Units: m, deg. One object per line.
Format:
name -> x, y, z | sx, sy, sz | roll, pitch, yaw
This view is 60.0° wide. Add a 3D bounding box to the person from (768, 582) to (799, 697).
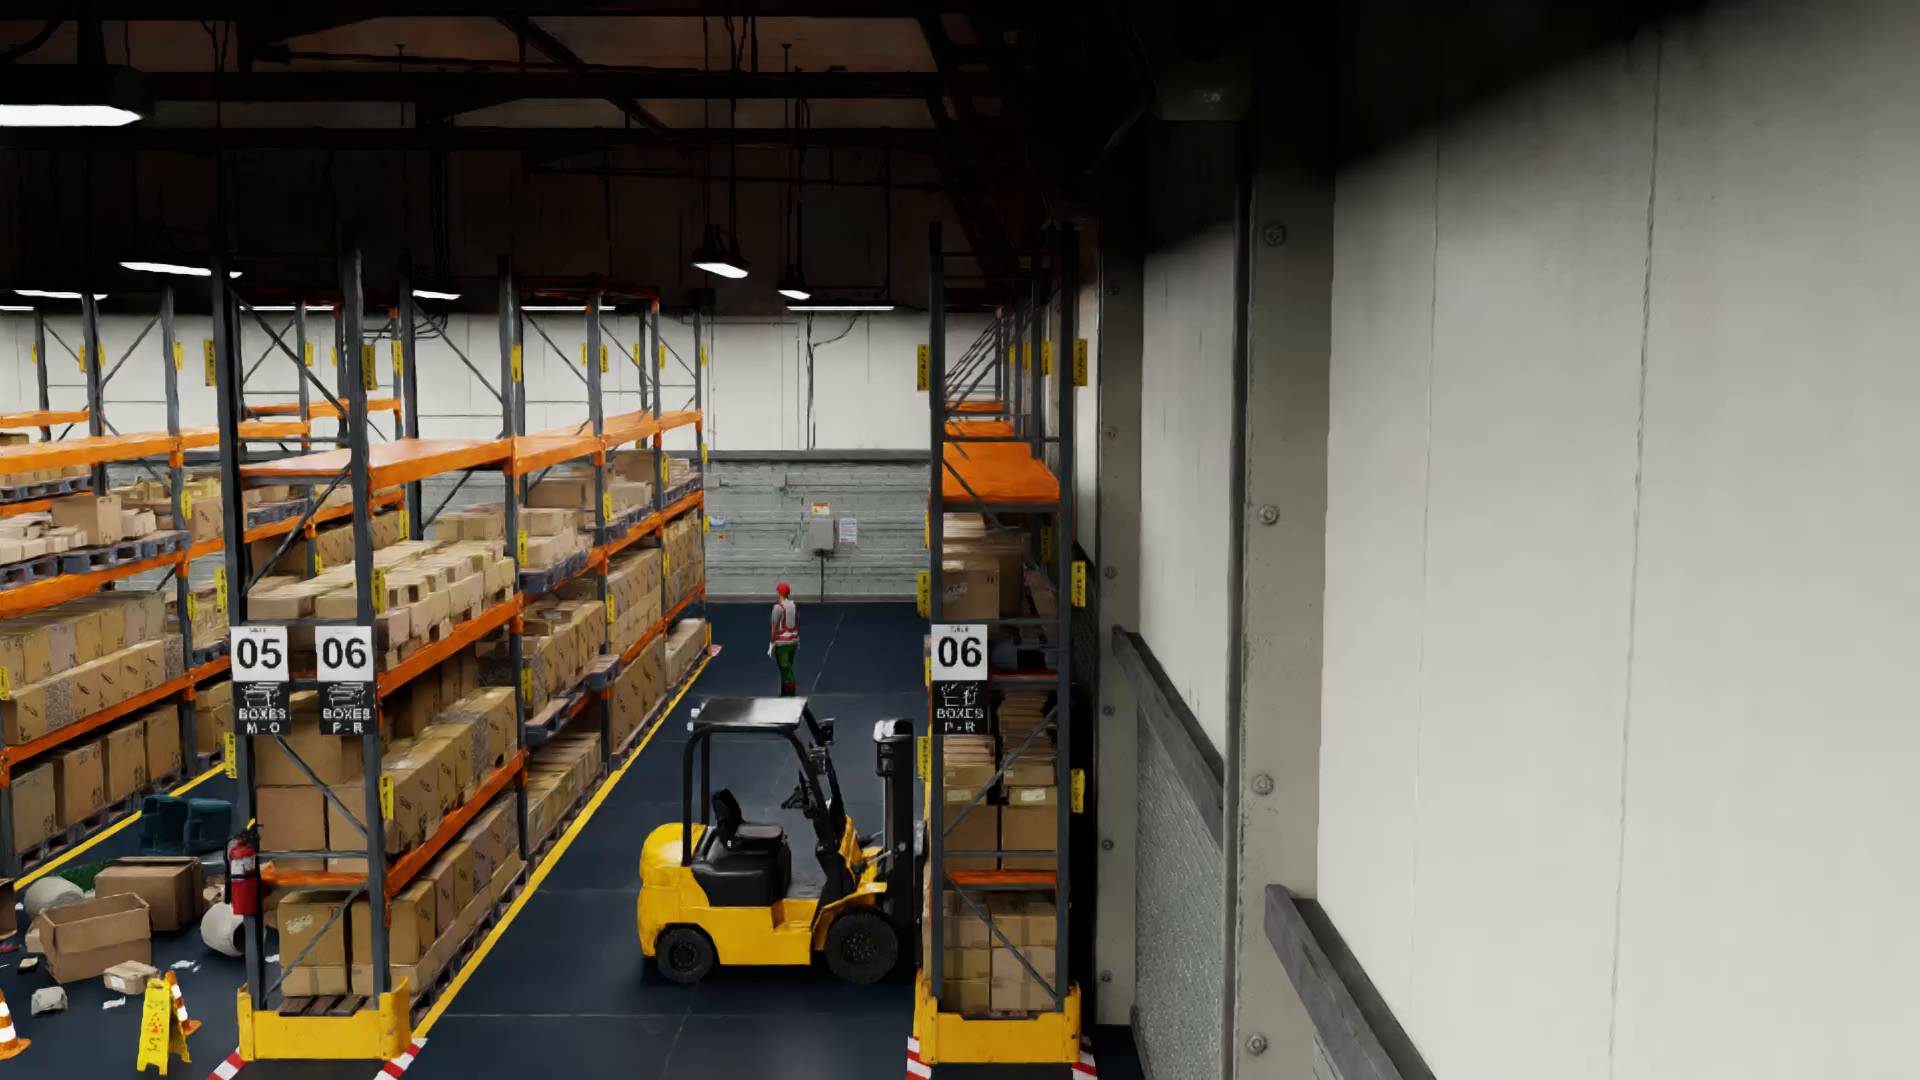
person -> -2.544, 1.484, 23.881 | 0.581, 1.785, 0.664 | 3, 7, 25
